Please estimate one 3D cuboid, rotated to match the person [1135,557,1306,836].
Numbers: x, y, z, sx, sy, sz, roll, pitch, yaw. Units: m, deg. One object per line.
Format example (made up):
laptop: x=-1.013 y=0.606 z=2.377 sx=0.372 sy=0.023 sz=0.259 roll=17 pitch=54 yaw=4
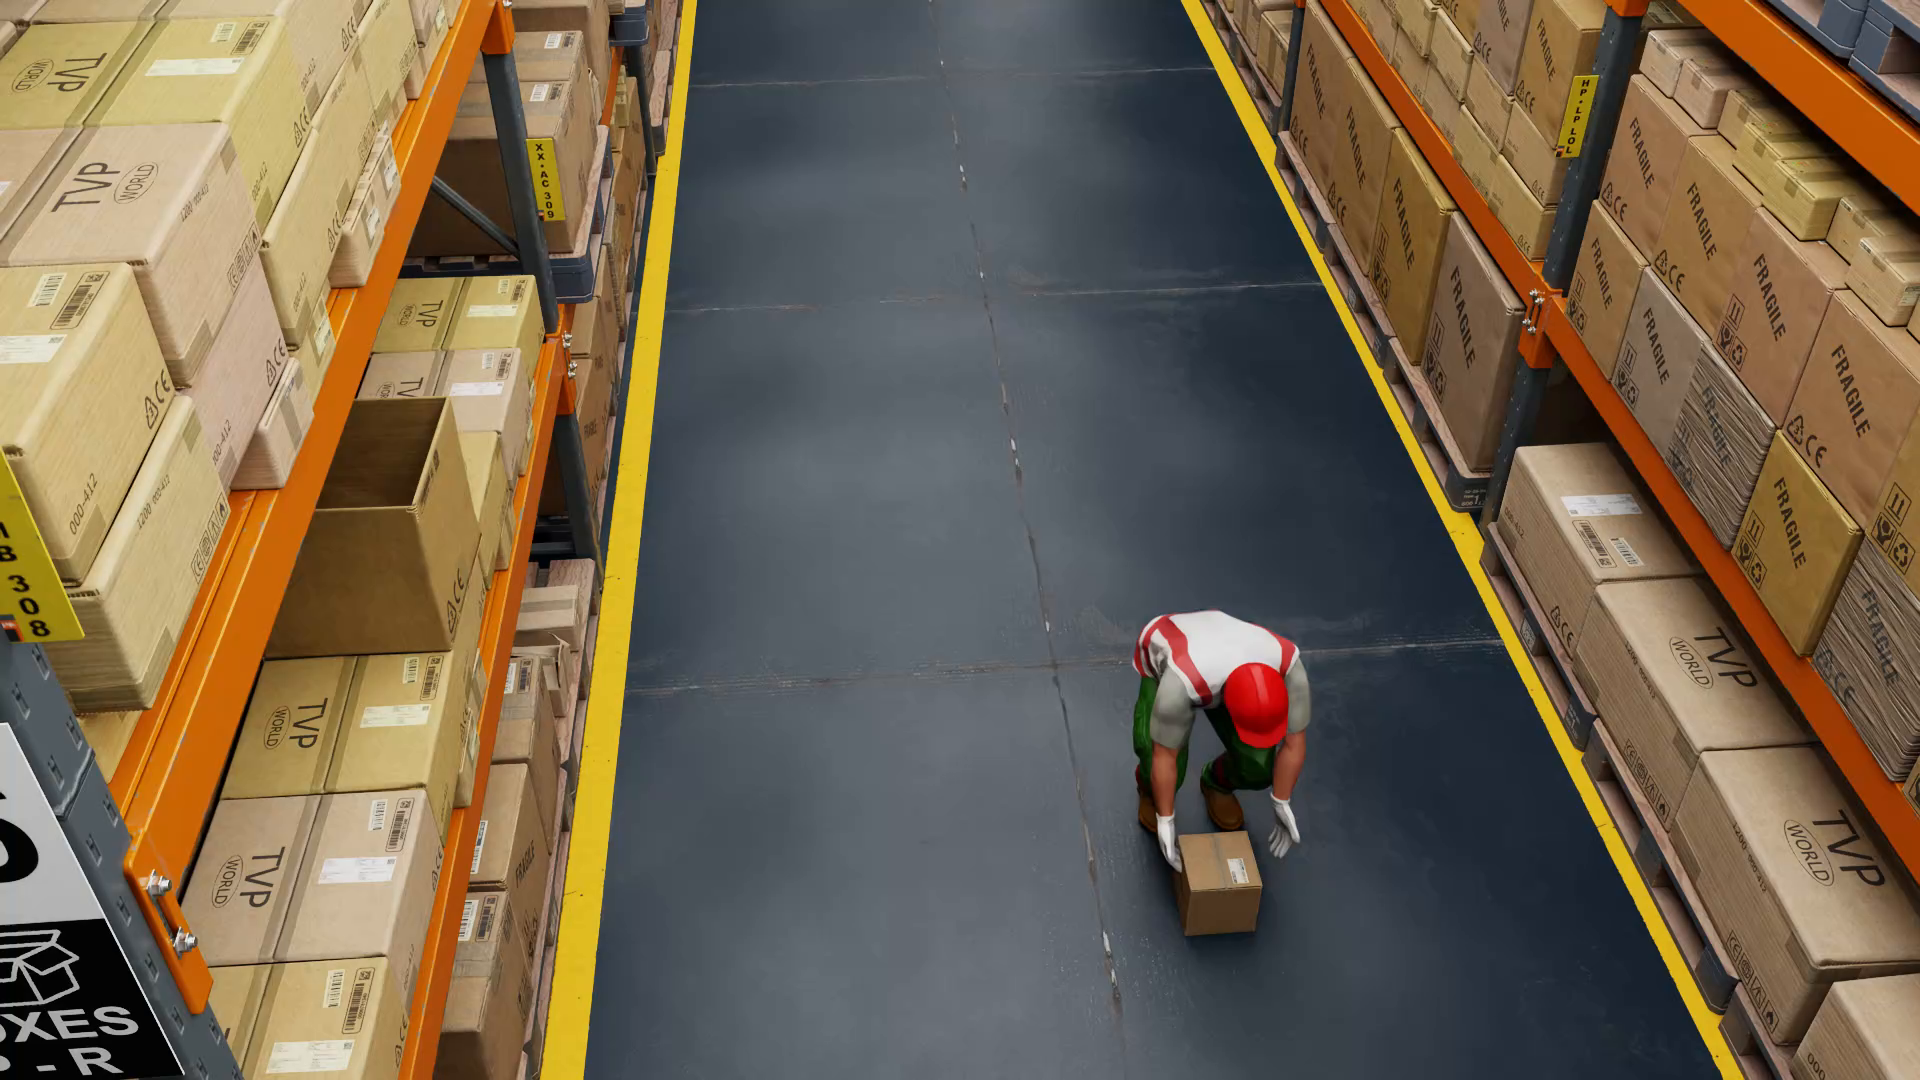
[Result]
person: x=0.885 y=0.622 z=5.719 sx=0.487 sy=1.335 sz=0.914 roll=-4 pitch=39 yaw=-5
